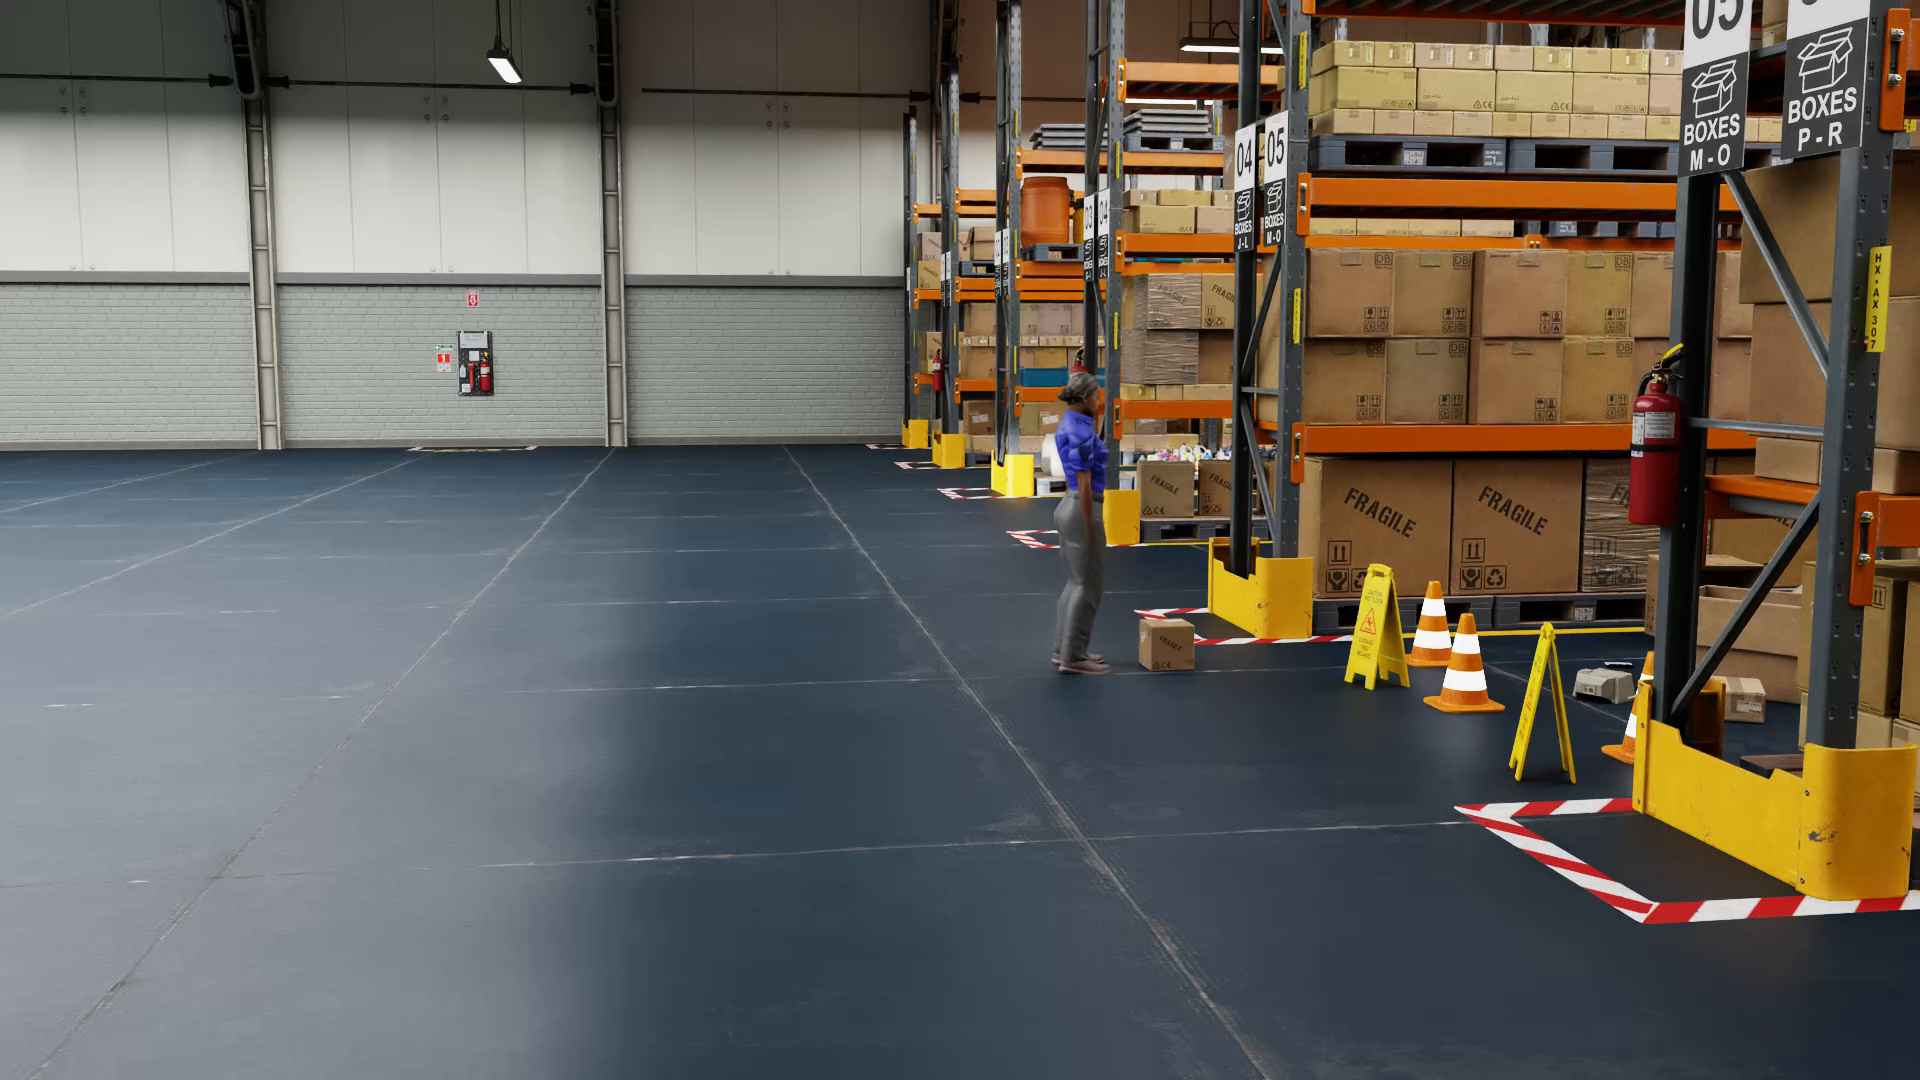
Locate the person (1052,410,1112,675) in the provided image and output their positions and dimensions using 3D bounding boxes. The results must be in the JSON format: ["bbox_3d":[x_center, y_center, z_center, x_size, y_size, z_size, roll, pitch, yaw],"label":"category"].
[{"bbox_3d":[0.675,0.006,9.234,0.300,1.453,0.429,-1,7,-8],"label":"person"}]
